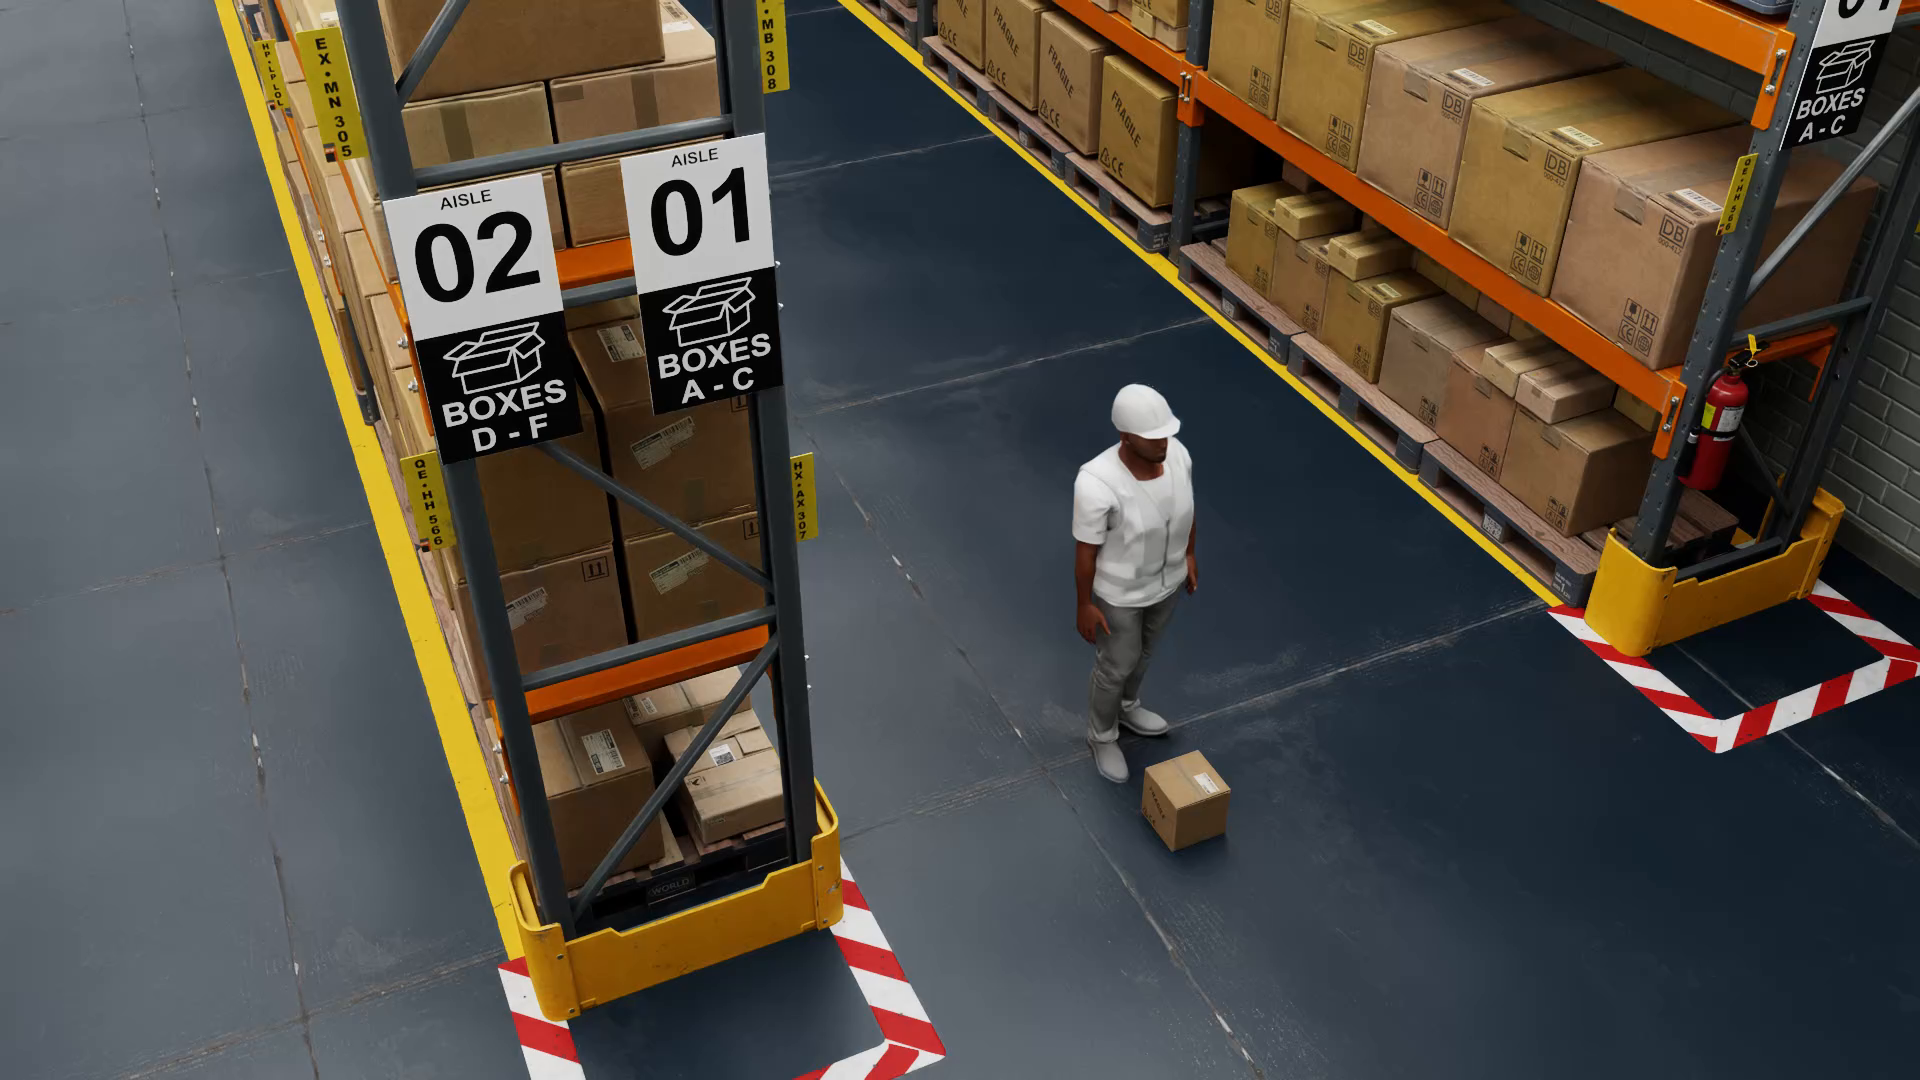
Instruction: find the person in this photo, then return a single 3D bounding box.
[{"bbox_3d":[0.706,0.158,6.626,0.610,1.792,0.388,-25,44,-29],"label":"person"}]
